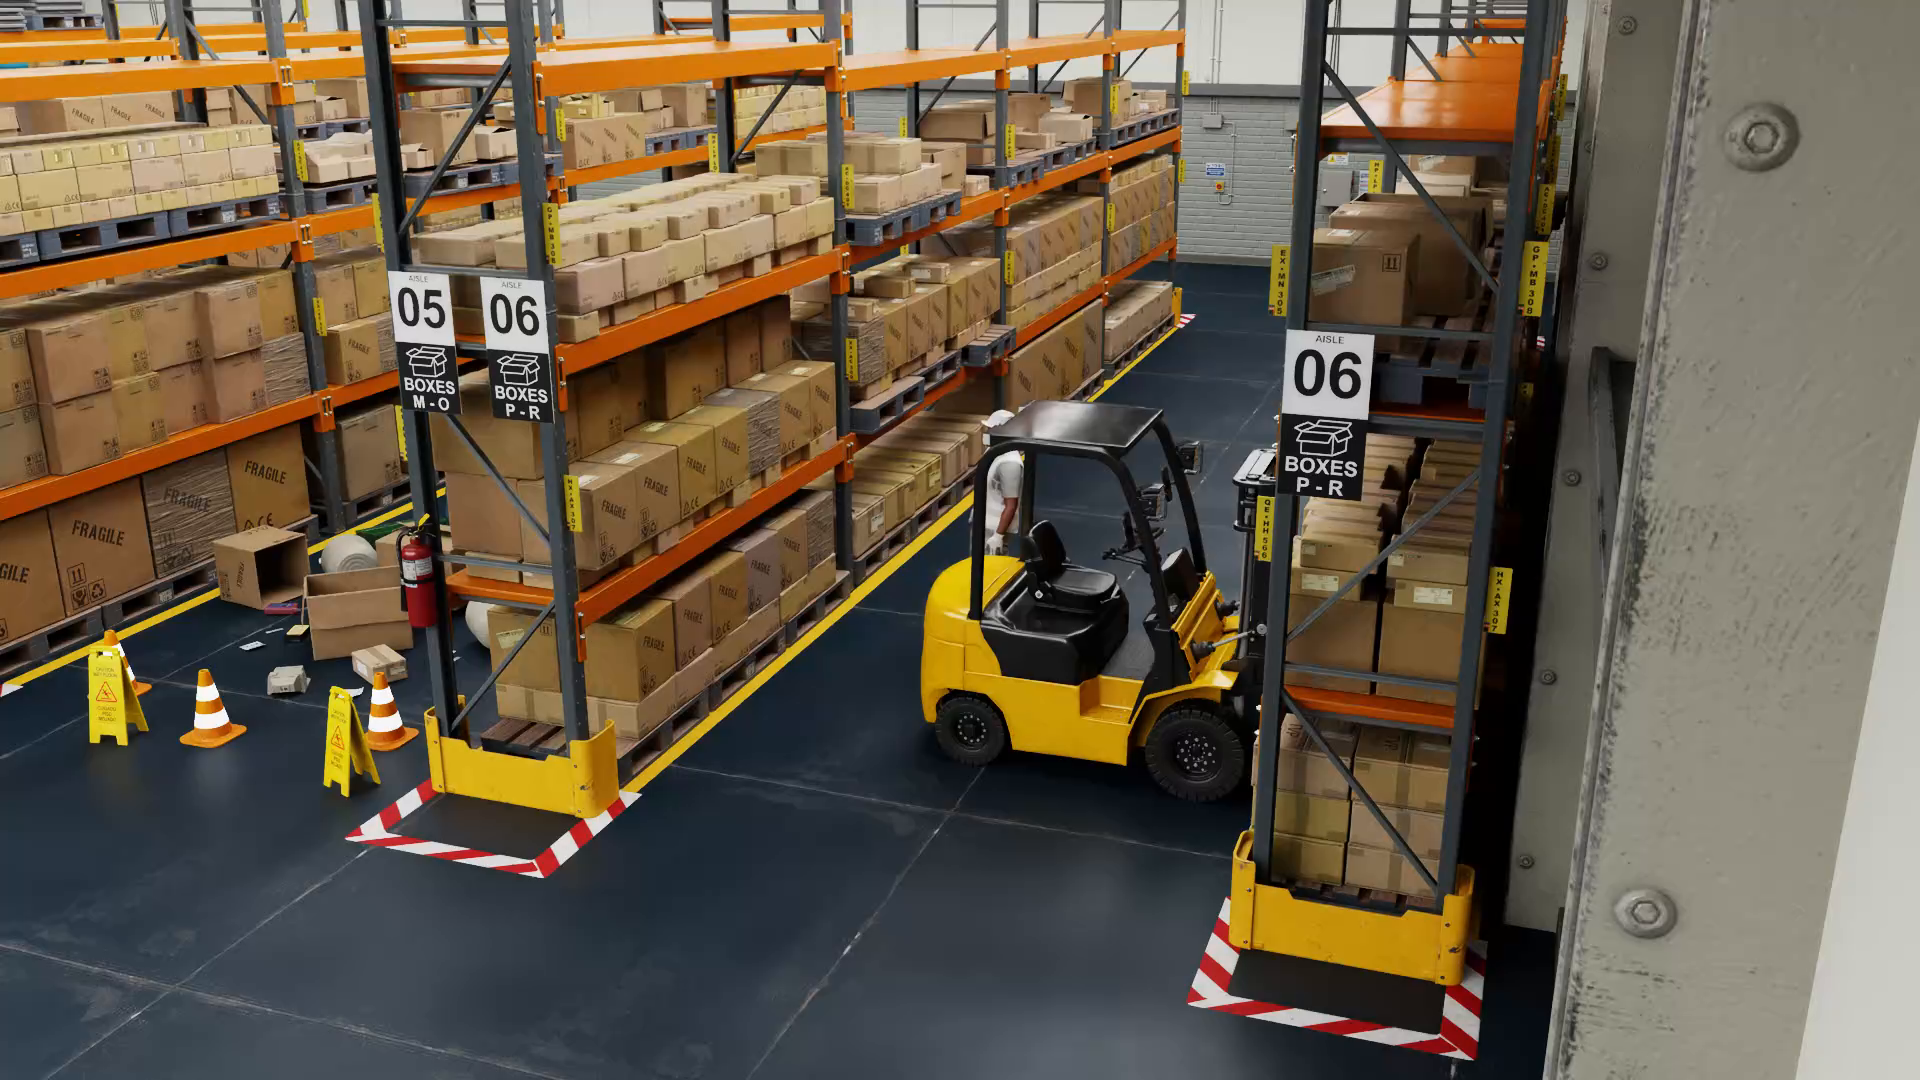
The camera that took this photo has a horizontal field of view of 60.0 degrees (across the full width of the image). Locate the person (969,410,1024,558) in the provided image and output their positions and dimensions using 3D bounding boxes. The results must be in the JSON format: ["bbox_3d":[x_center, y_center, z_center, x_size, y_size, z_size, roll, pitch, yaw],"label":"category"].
[{"bbox_3d":[0.170,-0.098,12.293,0.577,1.783,0.657,-4,19,-12],"label":"person"}]
